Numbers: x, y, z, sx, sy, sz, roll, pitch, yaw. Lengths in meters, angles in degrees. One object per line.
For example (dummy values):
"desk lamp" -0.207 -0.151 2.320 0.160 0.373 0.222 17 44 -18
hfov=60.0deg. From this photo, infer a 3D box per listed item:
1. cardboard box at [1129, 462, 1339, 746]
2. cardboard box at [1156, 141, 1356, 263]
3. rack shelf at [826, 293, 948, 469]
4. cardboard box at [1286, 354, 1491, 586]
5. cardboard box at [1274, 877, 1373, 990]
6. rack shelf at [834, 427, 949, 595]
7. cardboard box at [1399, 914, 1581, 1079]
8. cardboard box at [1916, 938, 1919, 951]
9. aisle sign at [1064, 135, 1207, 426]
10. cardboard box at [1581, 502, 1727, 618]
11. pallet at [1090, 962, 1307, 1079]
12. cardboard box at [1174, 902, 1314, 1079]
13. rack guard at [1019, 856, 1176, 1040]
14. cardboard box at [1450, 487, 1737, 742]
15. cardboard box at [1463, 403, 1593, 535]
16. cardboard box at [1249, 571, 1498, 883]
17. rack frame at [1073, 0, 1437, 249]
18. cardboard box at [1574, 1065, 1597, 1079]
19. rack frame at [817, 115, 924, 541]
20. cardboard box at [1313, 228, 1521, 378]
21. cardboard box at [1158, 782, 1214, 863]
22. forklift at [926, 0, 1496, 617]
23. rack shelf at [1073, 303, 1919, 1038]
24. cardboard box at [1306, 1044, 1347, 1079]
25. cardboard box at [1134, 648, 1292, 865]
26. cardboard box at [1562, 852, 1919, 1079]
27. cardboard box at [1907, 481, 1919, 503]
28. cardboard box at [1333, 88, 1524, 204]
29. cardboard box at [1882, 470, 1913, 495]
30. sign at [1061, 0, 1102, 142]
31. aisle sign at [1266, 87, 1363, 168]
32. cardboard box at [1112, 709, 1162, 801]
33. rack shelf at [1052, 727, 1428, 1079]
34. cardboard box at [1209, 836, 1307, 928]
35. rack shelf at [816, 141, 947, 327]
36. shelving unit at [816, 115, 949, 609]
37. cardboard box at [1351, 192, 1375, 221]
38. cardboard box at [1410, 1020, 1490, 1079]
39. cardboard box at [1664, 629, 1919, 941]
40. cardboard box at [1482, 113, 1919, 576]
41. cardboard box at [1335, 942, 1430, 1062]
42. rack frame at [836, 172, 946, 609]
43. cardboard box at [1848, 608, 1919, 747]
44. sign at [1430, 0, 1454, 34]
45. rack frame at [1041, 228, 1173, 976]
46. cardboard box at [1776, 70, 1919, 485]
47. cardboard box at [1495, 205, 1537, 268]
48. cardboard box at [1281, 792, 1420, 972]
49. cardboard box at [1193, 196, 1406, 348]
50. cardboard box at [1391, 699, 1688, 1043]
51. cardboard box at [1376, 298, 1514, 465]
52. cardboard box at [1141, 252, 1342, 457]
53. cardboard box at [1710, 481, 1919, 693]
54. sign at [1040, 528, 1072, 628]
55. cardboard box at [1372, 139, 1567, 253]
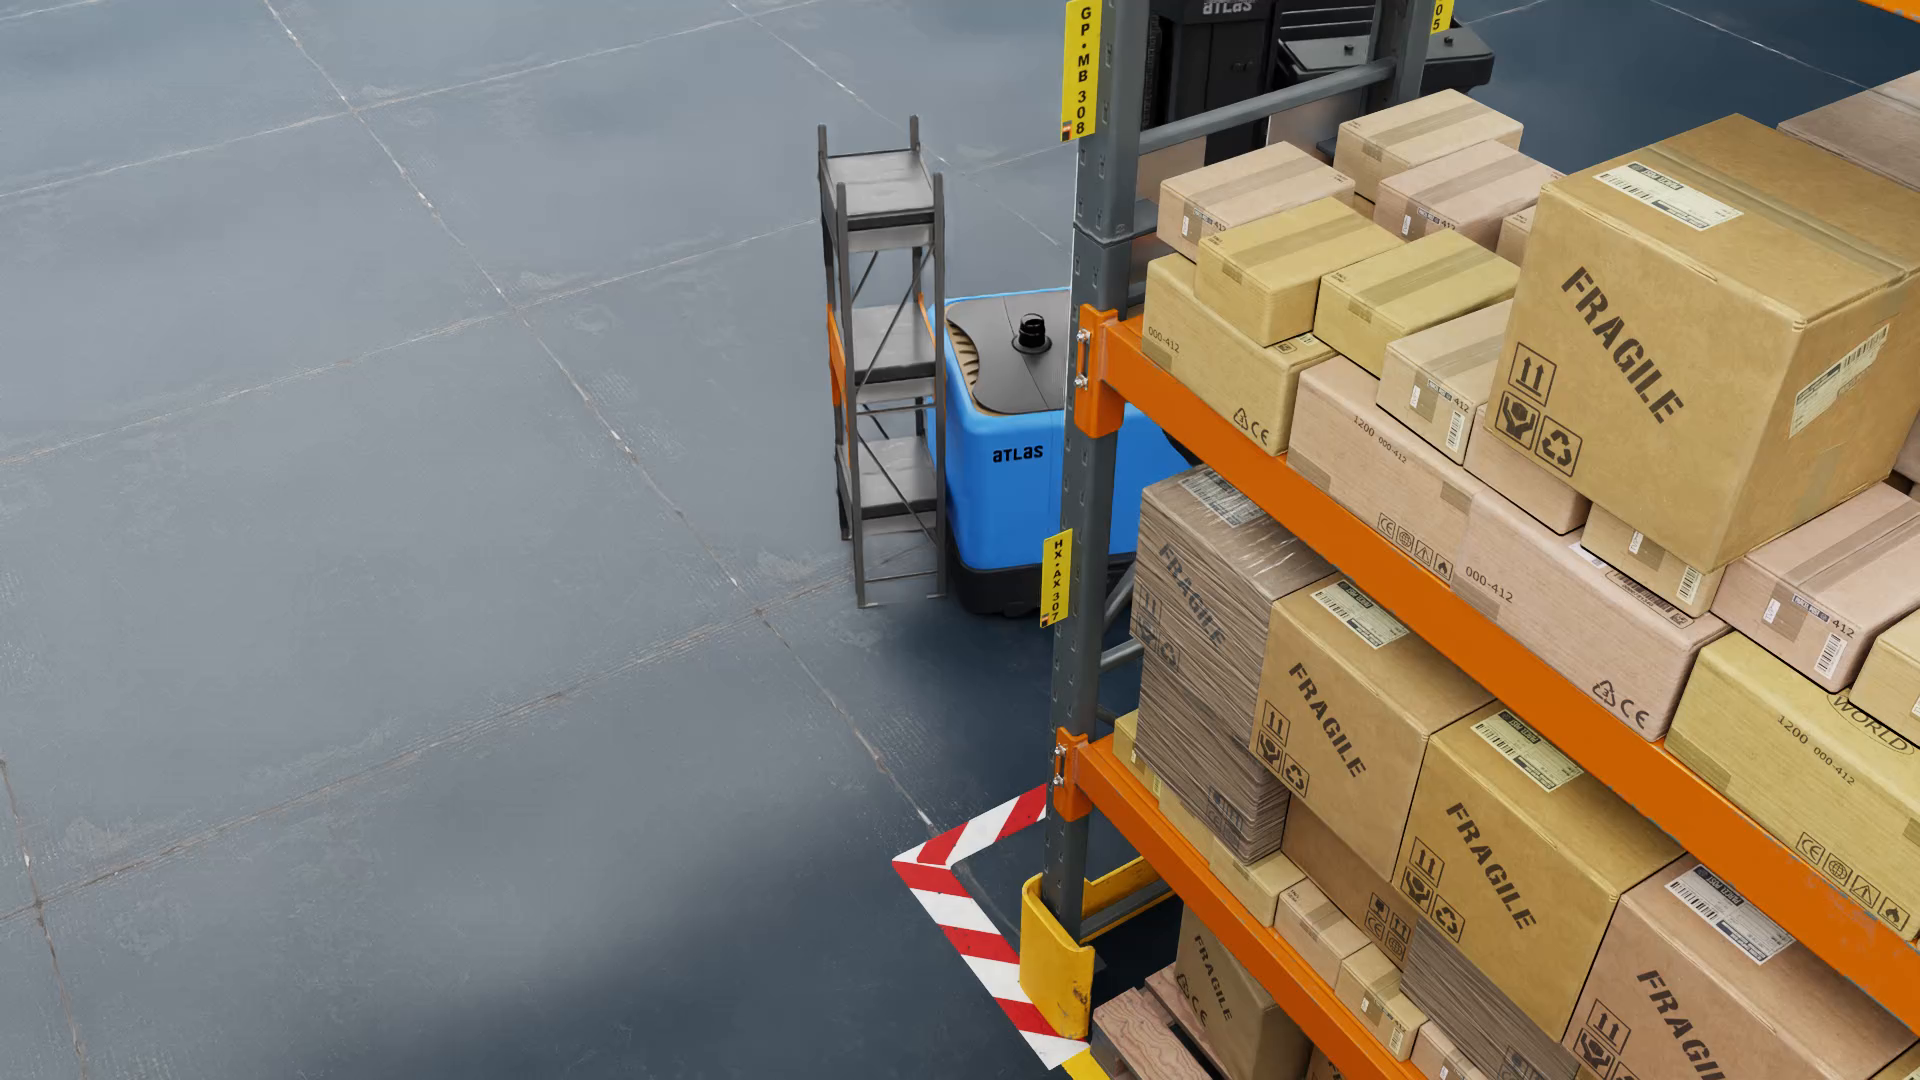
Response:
"cardboard box" 0.795 0.109 4.246 0.500 0.500 0.500 -22 45 -24
"cardboard box" 0.683 -0.765 3.848 0.380 0.149 0.250 -23 45 -25
"rack shelf" -0.310 -0.670 6.996 0.431 0.518 0.480 -8 40 -9
"cardboard box" 1.053 -0.215 3.499 0.500 0.250 0.500 -23 45 -25
"cardboard box" 1.074 0.997 4.468 0.380 0.149 0.250 -22 45 -24
"rack shelf" -0.310 -0.133 7.444 0.431 0.518 0.480 -8 40 -9
"cardboard box" 1.604 0.922 4.051 0.875 0.500 0.500 -22 45 -24
"cardboard box" 1.864 0.604 2.517 0.500 0.250 0.500 -23 45 -25
"aisle sign" 0.443 -0.674 4.246 0.394 0.787 0.004 -22 45 -24
"cardboard box" 1.353 -0.051 2.991 0.380 0.149 0.250 -24 46 -26
"pallet" 1.177 1.818 5.464 1.003 0.211 1.213 -22 45 -24
"cardboard box" 1.051 1.396 5.416 0.500 0.500 0.500 -14 42 -17
"rack guard" 0.770 1.256 5.913 1.175 0.500 0.348 -22 45 -24
"cardboard box" 1.316 0.054 3.177 0.500 0.250 0.500 -22 45 -25
"cardboard box" 1.194 -0.194 3.163 0.380 0.149 0.250 -22 45 -25
"cardboard box" 1.058 0.381 3.919 0.500 0.500 0.500 -22 45 -24
"rack frame" 0.729 -2.050 3.241 1.000 3.000 0.127 -22 45 -24
"cardboard box" 1.863 1.196 3.722 0.875 0.500 0.500 -22 45 -24
"rack frame" -0.360 -0.834 7.171 0.400 2.100 0.015 -8 40 -9
"cardboard box" 0.980 -0.498 3.527 0.380 0.149 0.250 -23 45 -25
"cardboard box" 0.800 0.729 4.789 0.380 0.149 0.250 -22 45 -24
"forklift" 1.402 -1.248 7.019 3.031 2.935 1.130 -7 40 -8
"rack shelf" 1.805 0.458 3.136 1.077 0.370 4.000 -22 45 -24
"cardboard box" 1.401 1.707 5.043 0.500 0.500 0.500 -11 41 -13
"cardboard box" 1.002 0.408 4.667 0.875 0.500 0.500 -22 45 -24
"cardboard box" 1.602 0.918 3.274 0.500 0.500 0.500 -22 45 -24
"cardboard box" 1.943 -0.082 3.028 0.380 0.149 0.250 -25 46 -26
"cardboard box" 1.142 -0.951 4.071 0.380 0.149 0.250 -22 45 -24
"cardboard box" 1.835 -0.246 3.225 0.380 0.149 0.250 -24 46 -26
"sign" 0.272 -1.047 3.697 0.100 0.325 0.005 -22 45 -24
"aisle sign" 0.949 -0.881 4.494 0.394 0.787 0.004 -22 45 -24
"cardboard box" 0.682 0.587 4.959 0.380 0.149 0.250 -22 45 -24
"rack shelf" 1.805 1.611 4.097 1.077 0.370 4.000 -22 45 -24
"cardboard box" 0.922 0.869 4.621 0.380 0.149 0.250 -22 45 -24
"rack shelf" -0.310 -1.208 6.548 0.431 0.518 0.480 -8 40 -9
"shelving unit" -0.310 -0.681 6.987 0.431 2.100 0.503 -8 40 -9
"cardboard box" 1.203 -0.667 4.042 0.500 0.250 0.500 -21 44 -23
"cardboard box" 1.359 1.259 4.152 0.380 0.149 0.250 -22 45 -24
"cardboard box" 1.600 0.333 2.842 0.500 0.250 0.500 -21 44 -23
"cardboard box" 1.300 -0.348 2.841 0.500 0.500 0.500 -22 45 -25
"cardboard box" 1.202 1.134 4.303 0.380 0.149 0.250 -22 45 -24
"rack frame" -0.260 -0.528 6.804 0.400 2.100 0.015 -8 40 -9
"cardboard box" 1.678 0.204 2.685 0.380 0.149 0.250 -24 45 -26
"sign" 1.208 -1.418 4.134 0.100 0.325 0.005 -22 45 -24
"rack frame" 0.729 0.255 5.162 1.000 3.000 0.127 -22 45 -24
"cardboard box" 1.776 -0.493 3.015 0.500 0.500 0.500 -22 45 -24
"cardboard box" 1.422 -0.660 3.722 0.380 0.149 0.250 -24 46 -26
"cardboard box" 1.372 0.637 4.393 0.875 0.500 0.500 -22 45 -24
"cardboard box" 0.740 -0.592 3.640 0.380 0.149 0.250 -21 44 -23
"cardboard box" 1.328 0.650 3.596 0.500 0.500 0.500 -22 45 -24
"cardboard box" 1.066 -0.326 3.322 0.380 0.149 0.250 -20 44 -23
"cardboard box" 0.771 -0.491 3.831 0.500 0.250 0.500 -21 44 -23
"cardboard box" 1.527 0.067 2.849 0.380 0.149 0.250 -23 45 -25
"sign" 0.272 0.109 4.660 0.100 0.325 0.005 -22 45 -24
"cardboard box" 1.183 -0.770 3.854 0.380 0.149 0.250 -24 45 -26
